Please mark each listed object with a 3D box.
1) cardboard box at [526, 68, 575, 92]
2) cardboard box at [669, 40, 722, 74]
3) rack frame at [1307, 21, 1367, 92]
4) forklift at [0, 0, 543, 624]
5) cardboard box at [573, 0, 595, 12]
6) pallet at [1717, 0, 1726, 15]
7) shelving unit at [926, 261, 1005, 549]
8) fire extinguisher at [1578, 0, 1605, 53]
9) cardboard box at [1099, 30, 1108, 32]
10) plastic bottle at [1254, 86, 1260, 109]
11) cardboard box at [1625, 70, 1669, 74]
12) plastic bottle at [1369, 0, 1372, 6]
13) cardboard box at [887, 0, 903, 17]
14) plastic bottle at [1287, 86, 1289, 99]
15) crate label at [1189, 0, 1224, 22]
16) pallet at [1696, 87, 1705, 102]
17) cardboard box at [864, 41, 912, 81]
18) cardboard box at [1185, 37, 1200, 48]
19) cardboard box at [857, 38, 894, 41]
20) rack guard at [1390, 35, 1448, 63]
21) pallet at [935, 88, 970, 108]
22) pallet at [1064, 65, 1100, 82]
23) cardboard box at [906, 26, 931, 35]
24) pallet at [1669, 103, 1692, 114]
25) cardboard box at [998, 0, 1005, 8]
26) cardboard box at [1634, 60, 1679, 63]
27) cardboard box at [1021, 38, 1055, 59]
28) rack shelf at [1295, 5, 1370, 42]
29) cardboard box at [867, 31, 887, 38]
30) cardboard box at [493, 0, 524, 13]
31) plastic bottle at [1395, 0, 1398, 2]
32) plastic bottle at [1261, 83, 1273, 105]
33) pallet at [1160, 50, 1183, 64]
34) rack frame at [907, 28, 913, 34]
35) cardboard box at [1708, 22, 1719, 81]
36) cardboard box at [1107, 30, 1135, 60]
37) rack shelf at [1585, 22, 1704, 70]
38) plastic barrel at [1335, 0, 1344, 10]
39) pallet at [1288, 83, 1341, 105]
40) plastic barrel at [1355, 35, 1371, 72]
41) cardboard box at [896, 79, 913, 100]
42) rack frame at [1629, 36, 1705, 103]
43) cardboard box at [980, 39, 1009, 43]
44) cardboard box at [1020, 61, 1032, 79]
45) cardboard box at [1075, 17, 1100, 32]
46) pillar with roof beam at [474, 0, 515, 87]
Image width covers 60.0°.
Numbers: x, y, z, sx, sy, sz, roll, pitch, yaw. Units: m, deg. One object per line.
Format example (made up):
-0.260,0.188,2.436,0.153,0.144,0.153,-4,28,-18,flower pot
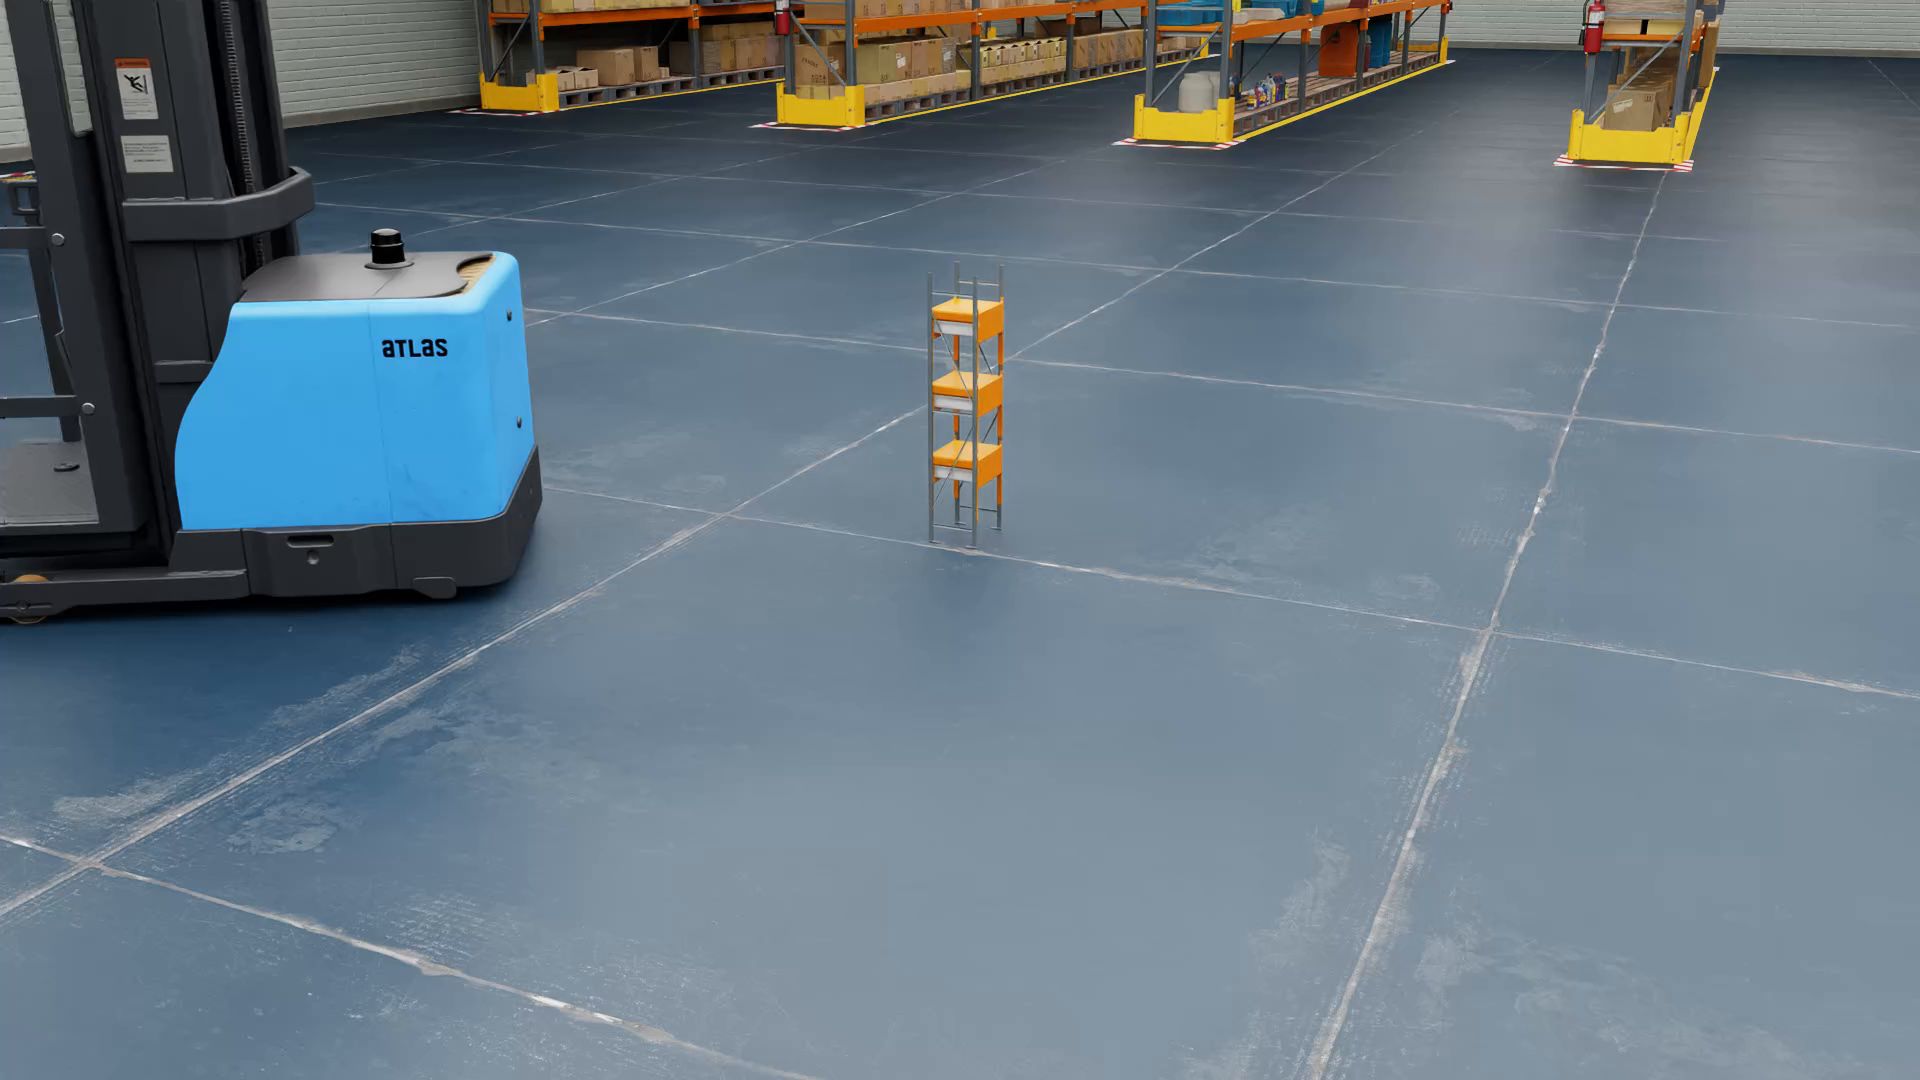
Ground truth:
-5.973,-6.718,24.238,0.500,0.311,0.500,6,20,17,cardboard box
-4.415,-8.058,27.723,0.700,0.500,0.500,9,22,25,cardboard box
5.976,-8.664,26.355,1.000,3.000,0.127,9,21,23,rack frame
-3.139,-1.274,5.677,3.031,2.935,1.130,-2,20,-6,forklift
-5.650,-7.783,24.071,0.500,0.250,0.500,8,21,21,cardboard box
10.300,-7.662,23.823,1.213,0.211,1.003,9,21,23,pallet
0.022,-0.511,6.339,0.215,1.050,0.252,9,21,23,shelving unit
6.751,-5.531,17.660,0.296,0.674,0.183,9,21,23,fire extinguisher
2.467,-9.318,31.268,0.500,0.500,0.500,9,21,23,cardboard box
3.836,-5.724,21.486,0.061,0.283,0.133,9,21,24,plastic bottle
8.656,-5.665,21.026,0.500,0.500,0.500,8,21,21,cardboard box
6.624,-8.791,26.887,0.061,0.283,0.133,9,21,23,plastic bottle
-1.196,-7.400,22.650,0.700,0.500,0.500,9,21,23,cardboard box
4.473,-6.177,22.880,0.097,0.201,0.097,0,20,0,plastic bottle
3.207,-6.835,21.159,0.502,0.435,0.616,9,21,23,crate label
10.886,-6.902,25.560,1.003,0.211,1.213,9,21,23,pallet
-0.999,-6.596,22.898,0.500,0.500,0.500,9,21,23,cardboard box
4.736,-10.620,34.929,0.500,0.500,0.500,9,21,23,cardboard box
-1.268,-6.820,23.528,0.500,0.500,0.500,9,21,23,cardboard box
9.249,-9.941,33.676,1.175,0.500,0.348,9,21,23,rack guard
-0.544,-6.571,24.631,1.003,0.211,1.213,9,21,23,pallet
1.798,-8.254,29.364,1.003,0.211,1.213,9,21,23,pallet
-1.025,-10.481,34.567,0.700,0.500,0.500,9,21,23,cardboard box
9.174,-5.686,22.143,1.003,0.211,1.213,9,21,23,pallet
0.365,-8.563,25.921,0.500,0.500,0.500,10,22,27,cardboard box
9.568,-6.291,22.754,0.700,0.500,0.500,7,21,18,cardboard box
1.261,-8.158,27.571,0.500,0.311,0.500,8,21,22,cardboard box
5.157,-7.714,24.756,1.077,0.370,4.000,9,21,23,rack shelf
-1.934,-9.943,32.532,0.750,0.750,0.750,9,22,24,cardboard box
-6.324,-7.686,23.799,0.500,0.250,0.500,9,21,23,cardboard box
7.536,-9.538,28.885,0.144,0.351,0.185,9,21,23,plastic bottle
4.056,-5.923,22.054,0.152,0.276,0.135,9,21,24,plastic bottle
3.876,-9.838,33.817,1.003,0.211,1.213,9,21,23,pallet
-1.425,-11.246,33.616,1.000,3.000,0.127,9,21,23,rack frame
11.168,-7.661,26.078,1.225,0.875,0.875,9,21,23,cardboard box
2.945,-9.257,31.096,0.500,0.500,0.500,9,21,23,cardboard box
8.037,-5.812,19.407,1.077,0.370,4.000,9,21,23,rack shelf
5.577,-8.244,25.008,0.421,0.512,0.421,0,20,0,plastic barrel
5.122,-6.747,25.126,1.003,0.211,1.213,9,21,23,pallet
6.623,-8.223,28.087,0.600,0.588,0.708,9,21,23,plastic barrel
-0.989,-6.241,23.019,0.500,0.250,0.500,9,21,23,cardboard box
10.494,-7.985,24.444,1.000,3.000,0.127,9,21,23,rack frame
0.557,-8.075,27.337,0.500,0.311,0.500,8,21,21,cardboard box
0.841,-7.584,26.795,0.500,0.250,0.500,9,21,24,cardboard box
2.266,-9.531,30.746,0.500,0.250,0.500,9,21,23,cardboard box
-2.914,-10.147,21.570,9.100,9.000,0.400,9,21,23,pillar with roof beam
